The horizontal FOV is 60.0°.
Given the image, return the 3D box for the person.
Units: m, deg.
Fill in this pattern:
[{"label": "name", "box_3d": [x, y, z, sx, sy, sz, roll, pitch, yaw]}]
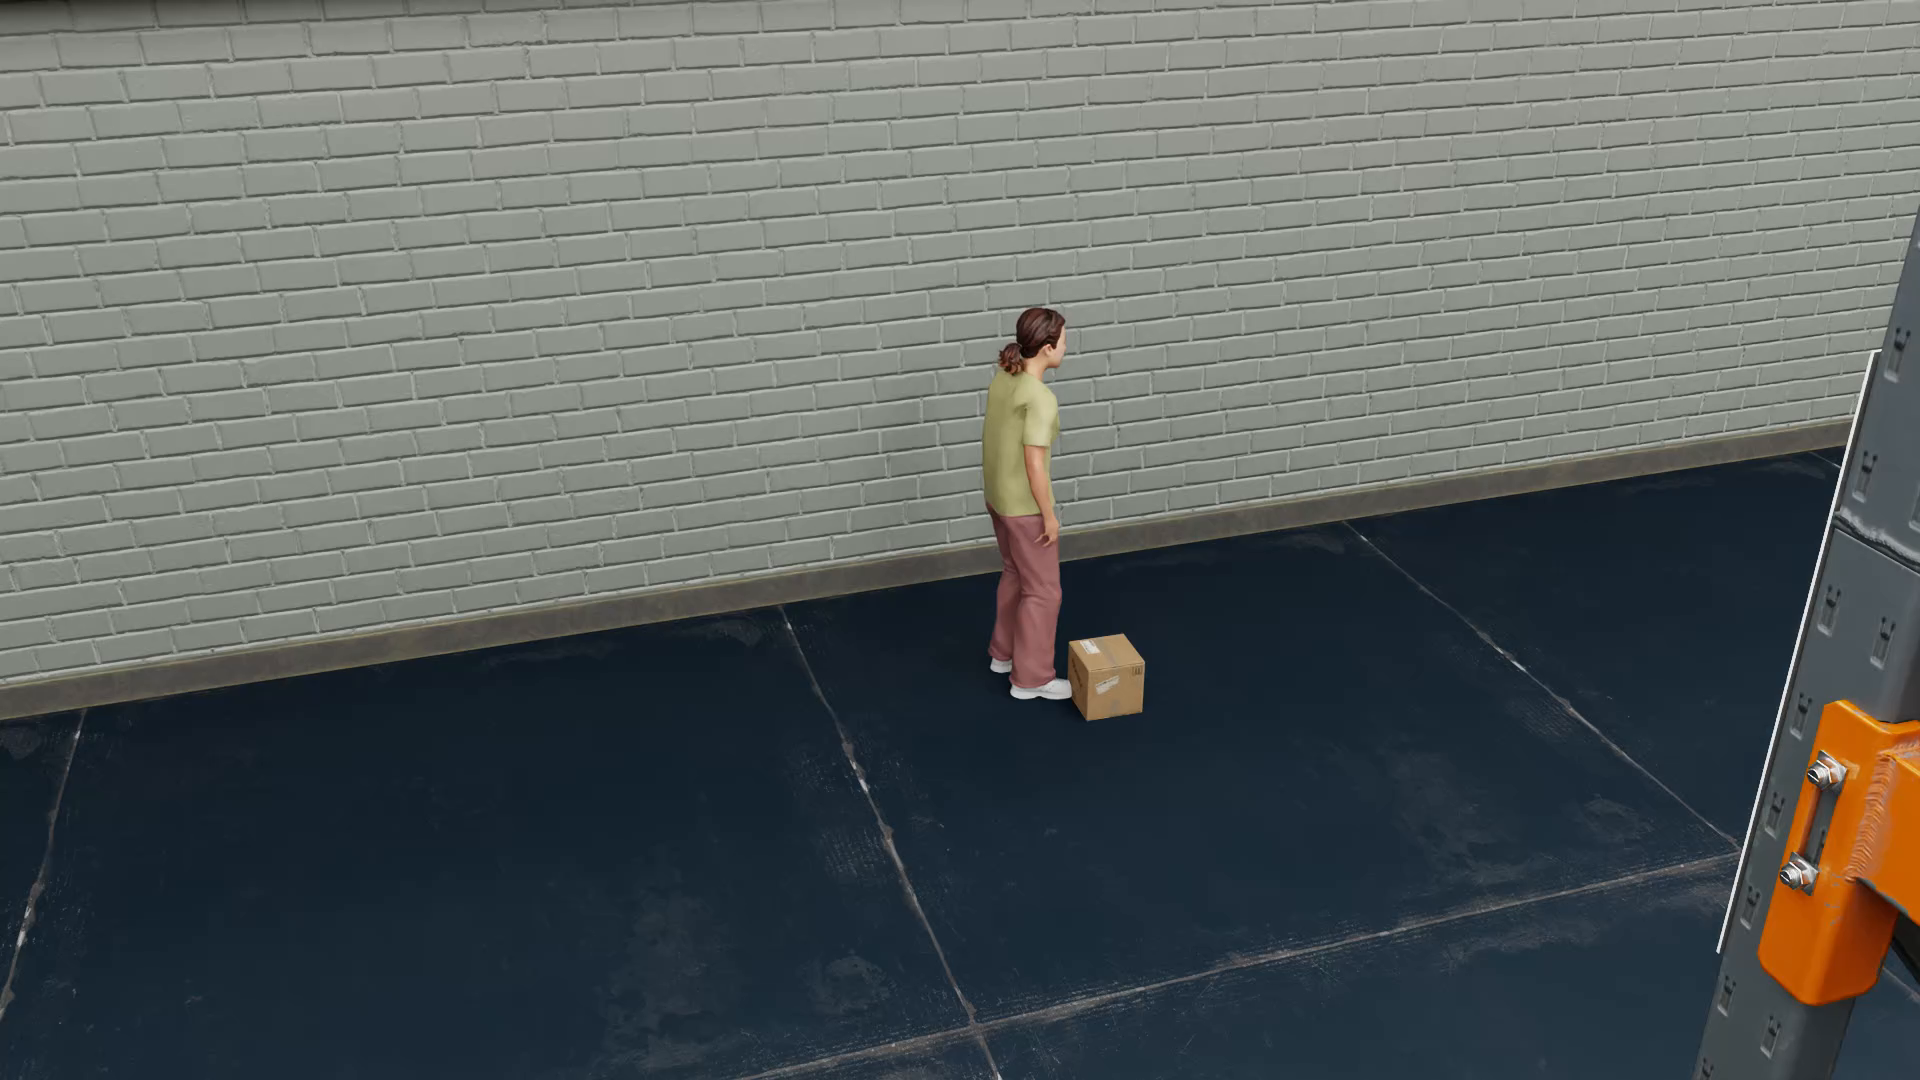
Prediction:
[{"label": "person", "box_3d": [0.285, -0.152, 6.924, 0.363, 1.671, 0.511, -10, 28, -19]}]
